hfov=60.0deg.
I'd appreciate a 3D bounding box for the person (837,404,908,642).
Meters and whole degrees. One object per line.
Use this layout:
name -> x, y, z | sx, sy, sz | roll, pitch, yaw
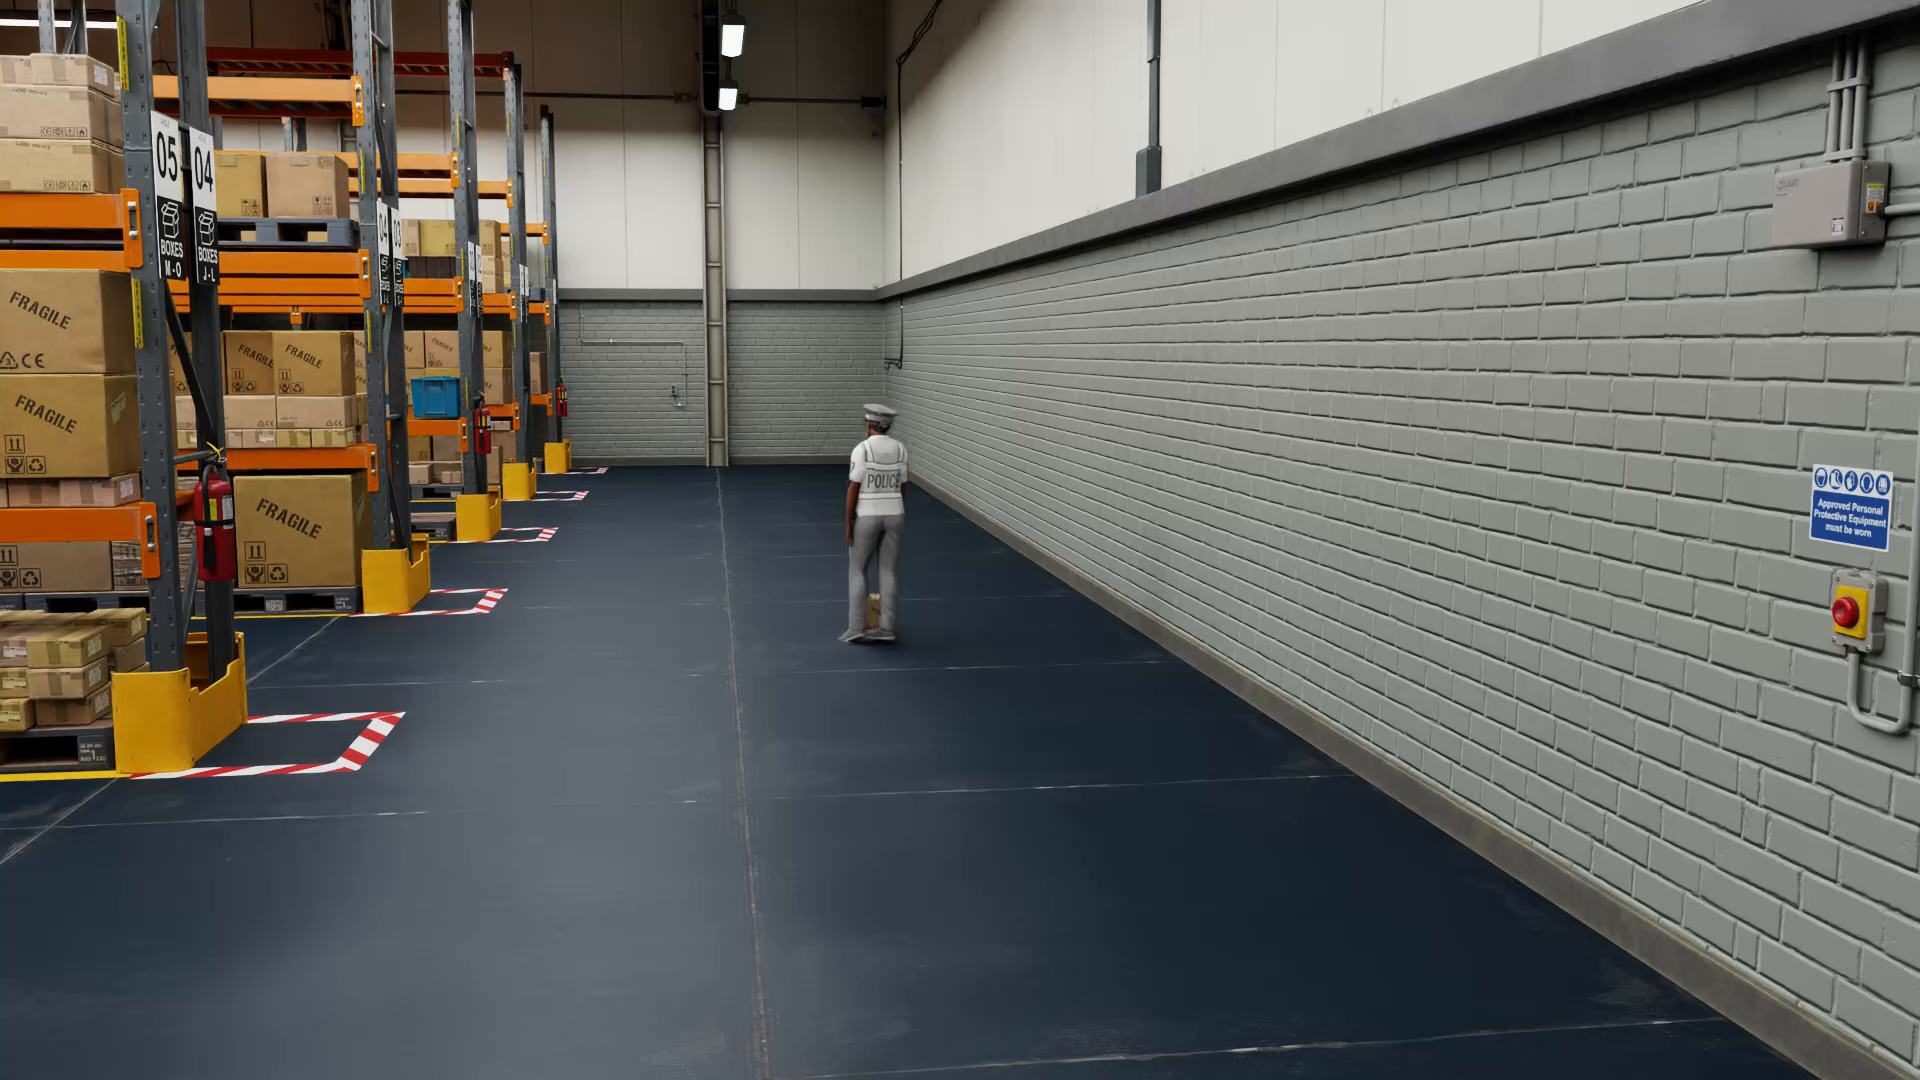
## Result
person -> -0.606, -0.096, 11.733 | 0.467, 1.723, 0.416 | -3, 7, -26
